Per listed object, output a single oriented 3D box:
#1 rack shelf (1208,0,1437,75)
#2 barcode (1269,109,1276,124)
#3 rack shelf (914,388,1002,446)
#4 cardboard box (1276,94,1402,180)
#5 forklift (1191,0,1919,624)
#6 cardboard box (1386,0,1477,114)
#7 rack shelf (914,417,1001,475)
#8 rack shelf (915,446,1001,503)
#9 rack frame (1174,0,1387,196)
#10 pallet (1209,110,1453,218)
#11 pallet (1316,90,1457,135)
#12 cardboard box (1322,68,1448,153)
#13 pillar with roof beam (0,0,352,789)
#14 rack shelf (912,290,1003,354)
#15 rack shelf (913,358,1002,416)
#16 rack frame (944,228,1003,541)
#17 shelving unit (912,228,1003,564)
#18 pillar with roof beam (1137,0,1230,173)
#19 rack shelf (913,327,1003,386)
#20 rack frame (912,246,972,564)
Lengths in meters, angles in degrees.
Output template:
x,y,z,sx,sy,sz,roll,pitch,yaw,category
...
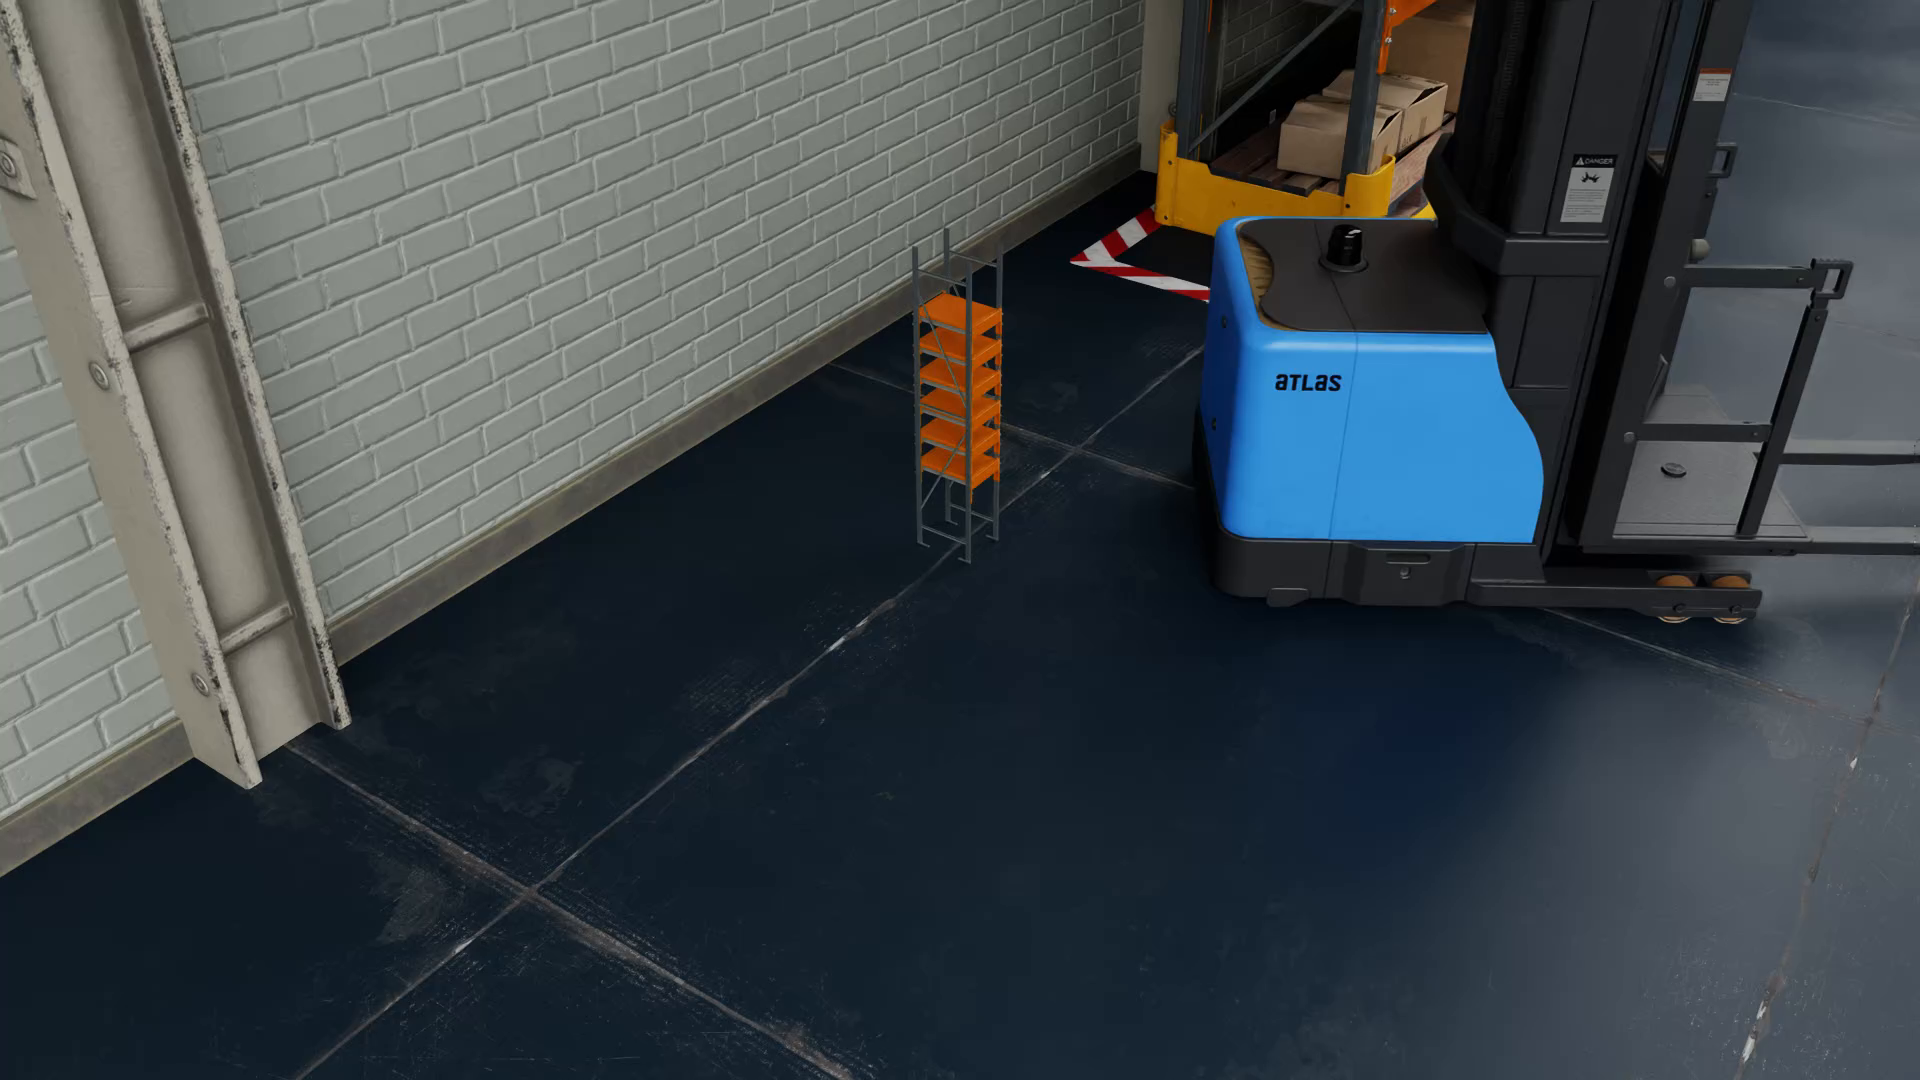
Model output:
x,y,z,sx,sy,sz,roll,pitch,yaw,category
2.670,-3.399,9.241,1.077,0.370,4.000,21,39,28,rack shelf
1.680,-2.275,8.936,0.001,0.075,0.075,21,39,28,barcode
-0.008,-0.454,5.929,0.258,0.103,0.180,21,39,28,rack shelf
1.998,-2.135,8.737,0.500,0.311,0.500,17,37,23,cardboard box
2.422,-1.225,5.445,3.031,2.935,1.130,1,34,1,forklift
2.782,-2.797,9.547,0.700,0.500,0.500,19,38,25,cardboard box
-0.008,-0.354,5.996,0.258,0.103,0.180,21,39,28,rack shelf
-0.008,-0.255,6.063,0.258,0.103,0.180,21,39,28,rack shelf
1.530,-2.777,7.679,1.000,3.000,0.127,21,39,28,rack frame
2.065,-2.019,9.048,1.003,0.211,1.213,21,39,28,pallet
2.761,-2.578,9.874,1.003,0.211,1.213,21,39,28,pallet
2.323,-2.397,9.125,0.500,0.311,0.500,25,41,32,cardboard box
1.334,-1.724,0.766,9.100,9.000,0.400,21,39,28,pillar with roof beam
-0.008,-0.752,5.727,0.258,0.103,0.180,21,39,28,rack shelf
-0.008,-0.553,5.862,0.258,0.103,0.180,21,39,28,rack shelf
0.044,-0.532,5.966,0.240,1.200,0.006,21,39,28,rack frame
-0.008,-0.490,5.904,0.258,1.200,0.189,21,39,28,shelving unit
4.755,-4.485,4.850,9.100,9.000,0.400,21,39,28,pillar with roof beam
-0.008,-0.652,5.794,0.258,0.103,0.180,21,39,28,rack shelf
-0.060,-0.448,5.842,0.240,1.200,0.006,21,39,28,rack frame
